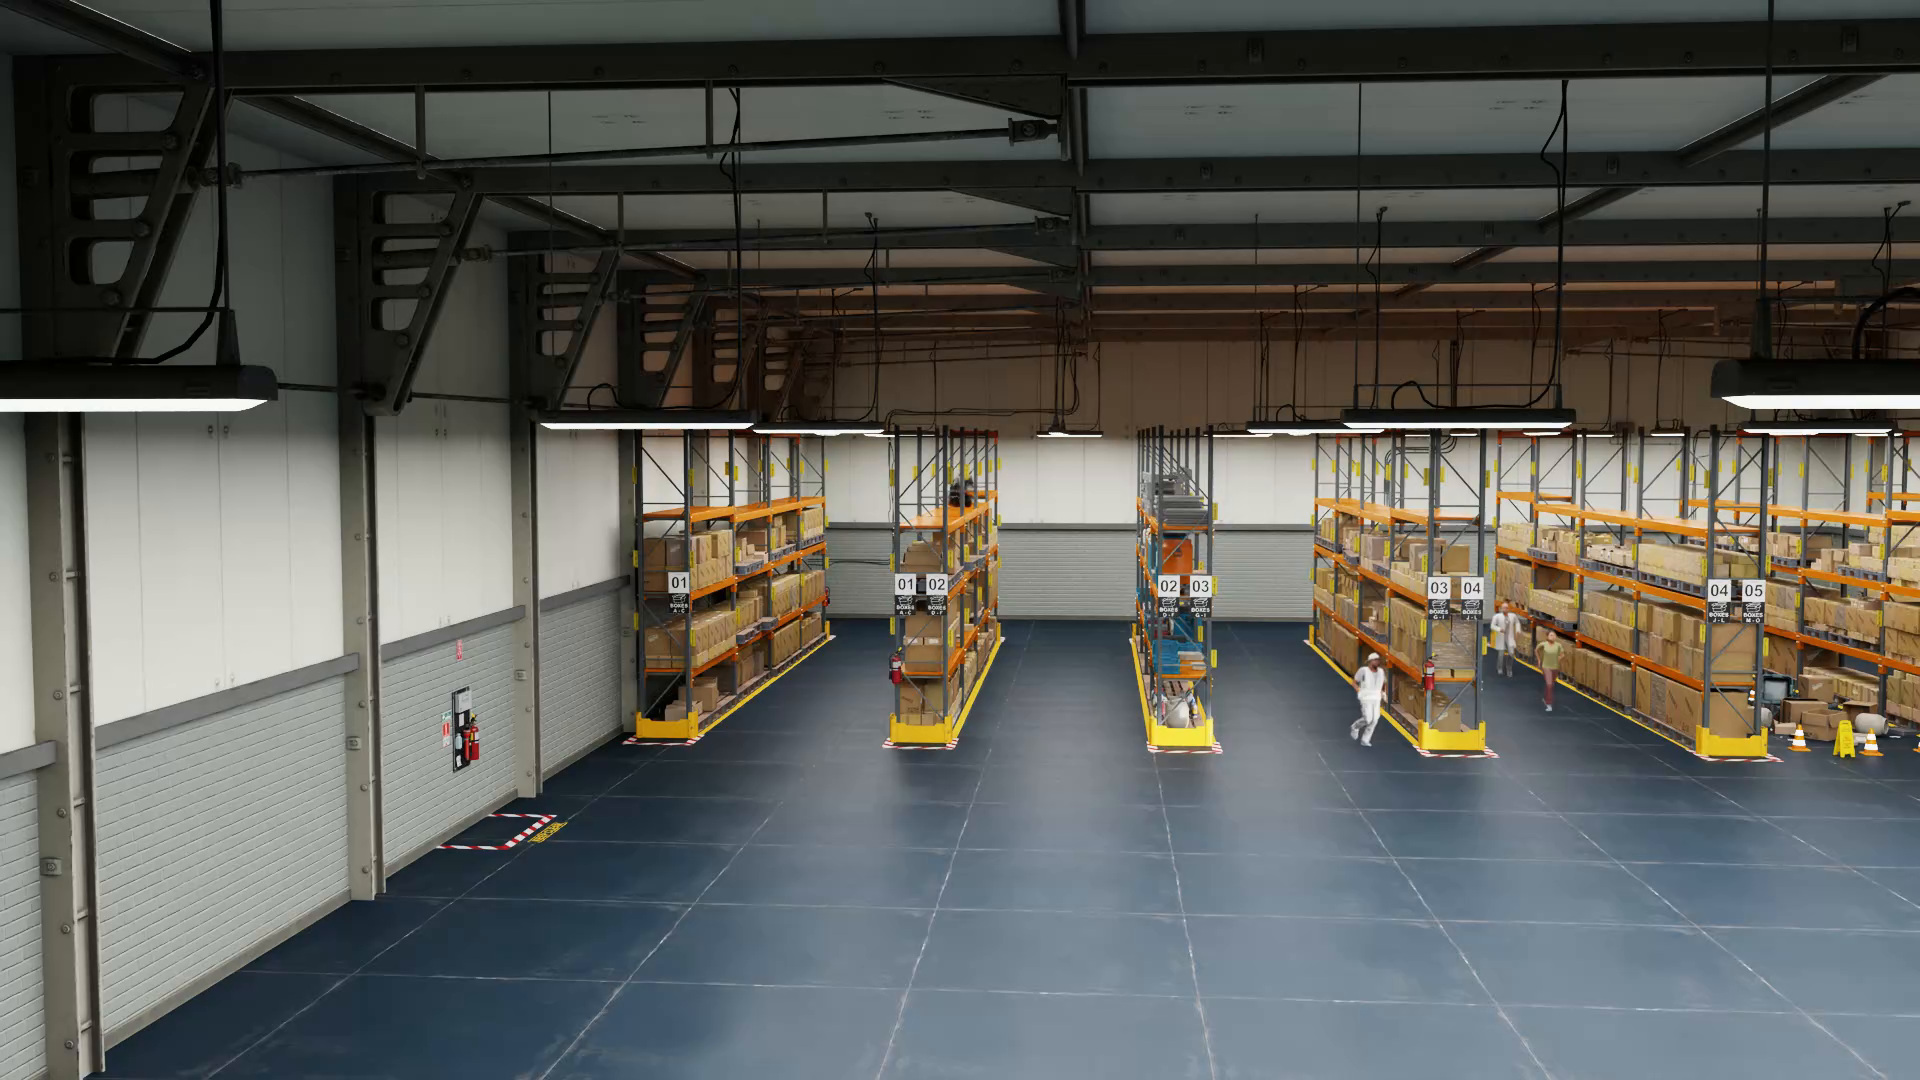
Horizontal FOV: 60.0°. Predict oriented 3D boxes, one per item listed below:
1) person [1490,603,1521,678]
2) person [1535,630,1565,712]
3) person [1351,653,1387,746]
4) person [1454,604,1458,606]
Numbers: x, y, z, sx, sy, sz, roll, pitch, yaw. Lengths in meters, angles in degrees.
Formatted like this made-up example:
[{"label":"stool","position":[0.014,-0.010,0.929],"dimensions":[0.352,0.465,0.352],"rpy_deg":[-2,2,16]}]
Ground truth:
[{"label":"person","position":[13.195,2.442,40.201],"dimensions":[0.736,1.831,0.780],"rpy_deg":[0,3,6]},{"label":"person","position":[12.564,2.764,35.386],"dimensions":[0.564,1.716,0.775],"rpy_deg":[0,3,0]},{"label":"person","position":[7.714,2.983,31.203],"dimensions":[0.693,1.726,0.587],"rpy_deg":[-1,4,-18]},{"label":"person","position":[13.521,2.053,45.884],"dimensions":[0.736,1.759,0.950],"rpy_deg":[1,4,22]}]
